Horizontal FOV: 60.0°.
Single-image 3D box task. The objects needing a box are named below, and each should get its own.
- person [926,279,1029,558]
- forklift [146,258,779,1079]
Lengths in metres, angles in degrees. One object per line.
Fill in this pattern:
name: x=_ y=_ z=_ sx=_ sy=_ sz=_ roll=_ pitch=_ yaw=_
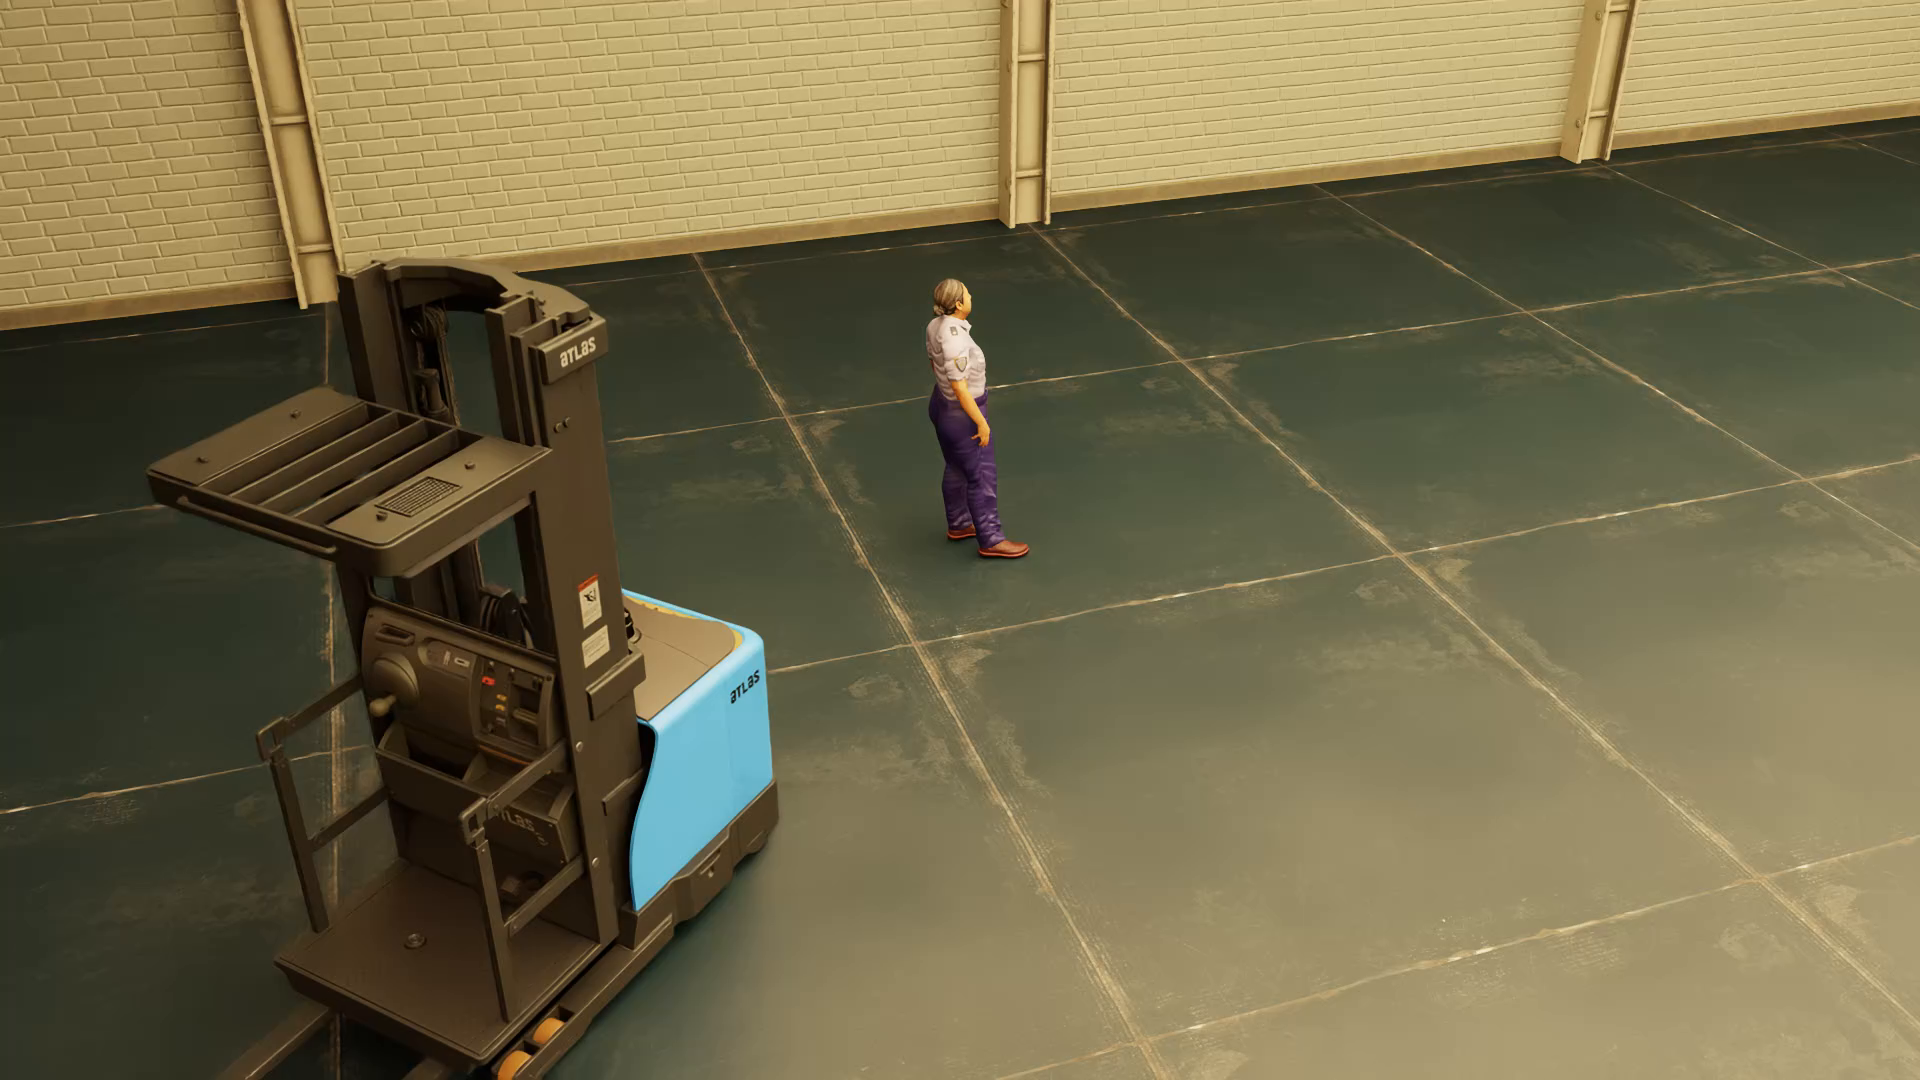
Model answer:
person: x=0.093 y=-0.720 z=9.619 sx=0.502 sy=1.643 sz=0.598 roll=-10 pitch=31 yaw=-16
forklift: x=-1.983 y=0.590 z=6.062 sx=1.130 sy=2.935 sz=3.031 roll=15 pitch=33 yaw=25
